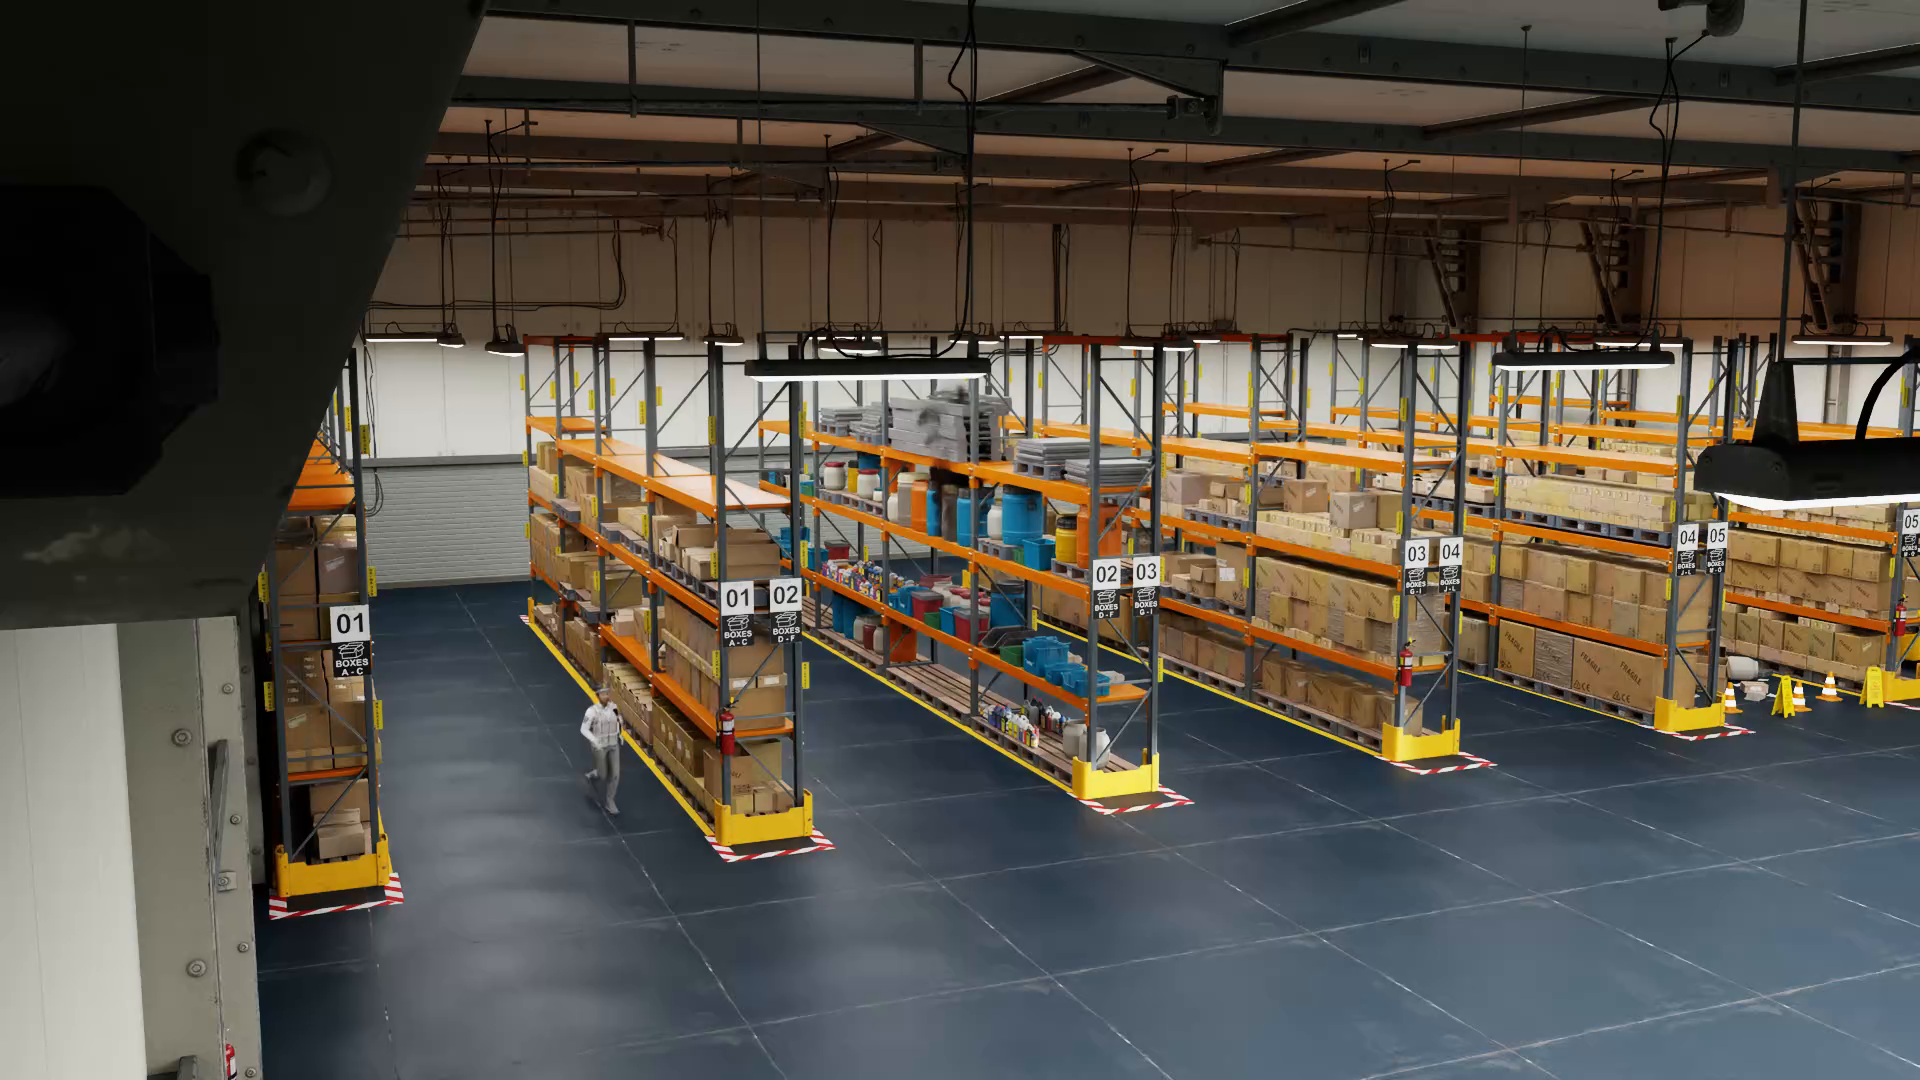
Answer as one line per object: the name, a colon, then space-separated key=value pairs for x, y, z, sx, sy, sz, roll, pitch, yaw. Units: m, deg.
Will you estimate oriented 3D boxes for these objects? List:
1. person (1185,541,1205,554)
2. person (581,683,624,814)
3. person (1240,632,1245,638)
person: x=5.916 y=-0.048 z=41.582 sx=0.575 sy=1.746 sz=0.737 roll=5 pitch=9 yaw=35
person: x=-4.613 y=2.662 z=21.564 sx=0.617 sy=1.682 sz=0.747 roll=-5 pitch=9 yaw=-36
person: x=5.609 y=1.280 z=31.929 sx=0.570 sy=1.705 sz=0.774 roll=-5 pitch=9 yaw=-31
